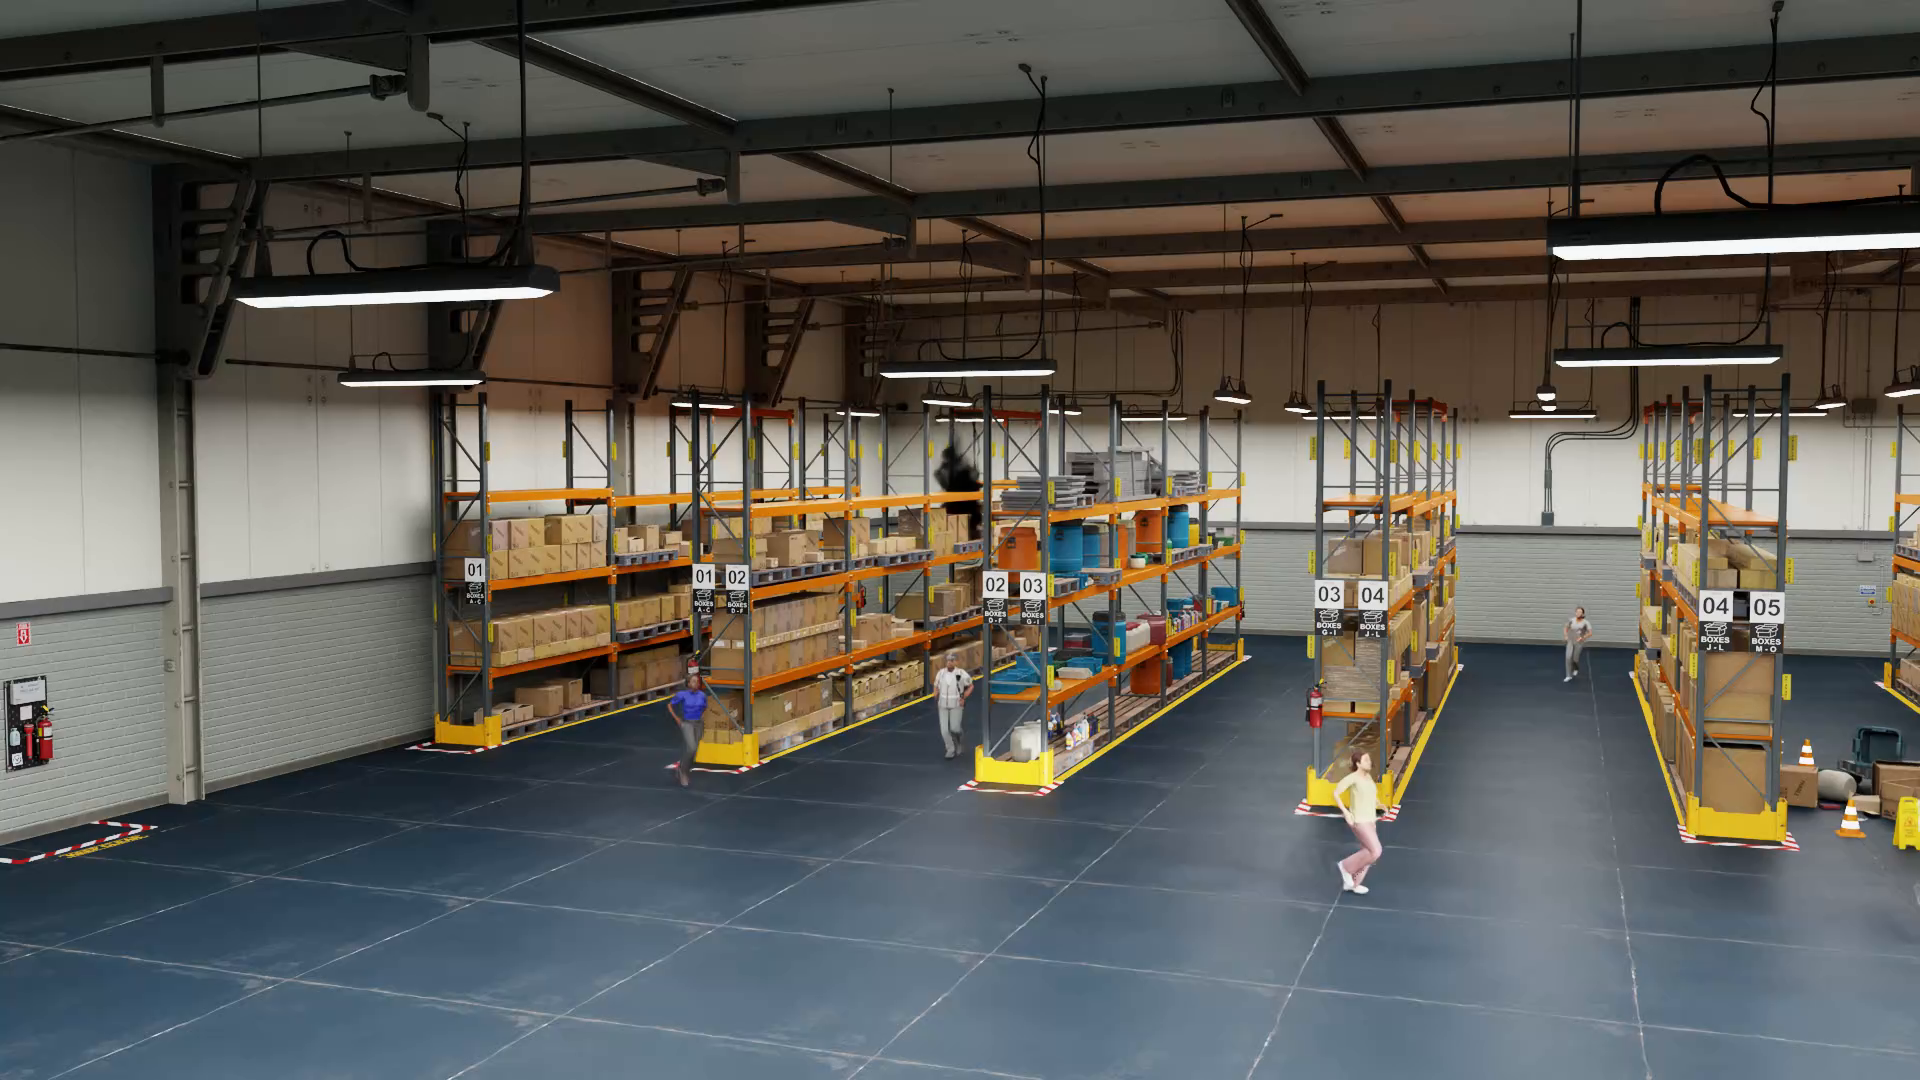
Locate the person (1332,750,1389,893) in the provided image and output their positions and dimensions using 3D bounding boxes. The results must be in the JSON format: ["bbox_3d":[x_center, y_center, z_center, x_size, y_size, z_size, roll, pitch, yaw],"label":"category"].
[{"bbox_3d":[4.567,3.184,18.763,0.534,1.626,0.571,3,4,44],"label":"person"}]

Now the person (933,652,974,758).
[{"bbox_3d":[-0.157,2.686,27.041,0.653,1.736,0.583,1,3,16],"label":"person"}]

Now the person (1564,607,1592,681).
[{"bbox_3d":[13.527,2.274,36.380,0.585,1.633,0.677,2,4,39],"label":"person"}]

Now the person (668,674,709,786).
[{"bbox_3d":[-4.041,2.862,25.039,0.610,1.679,0.607,-3,4,-41],"label":"person"}]
